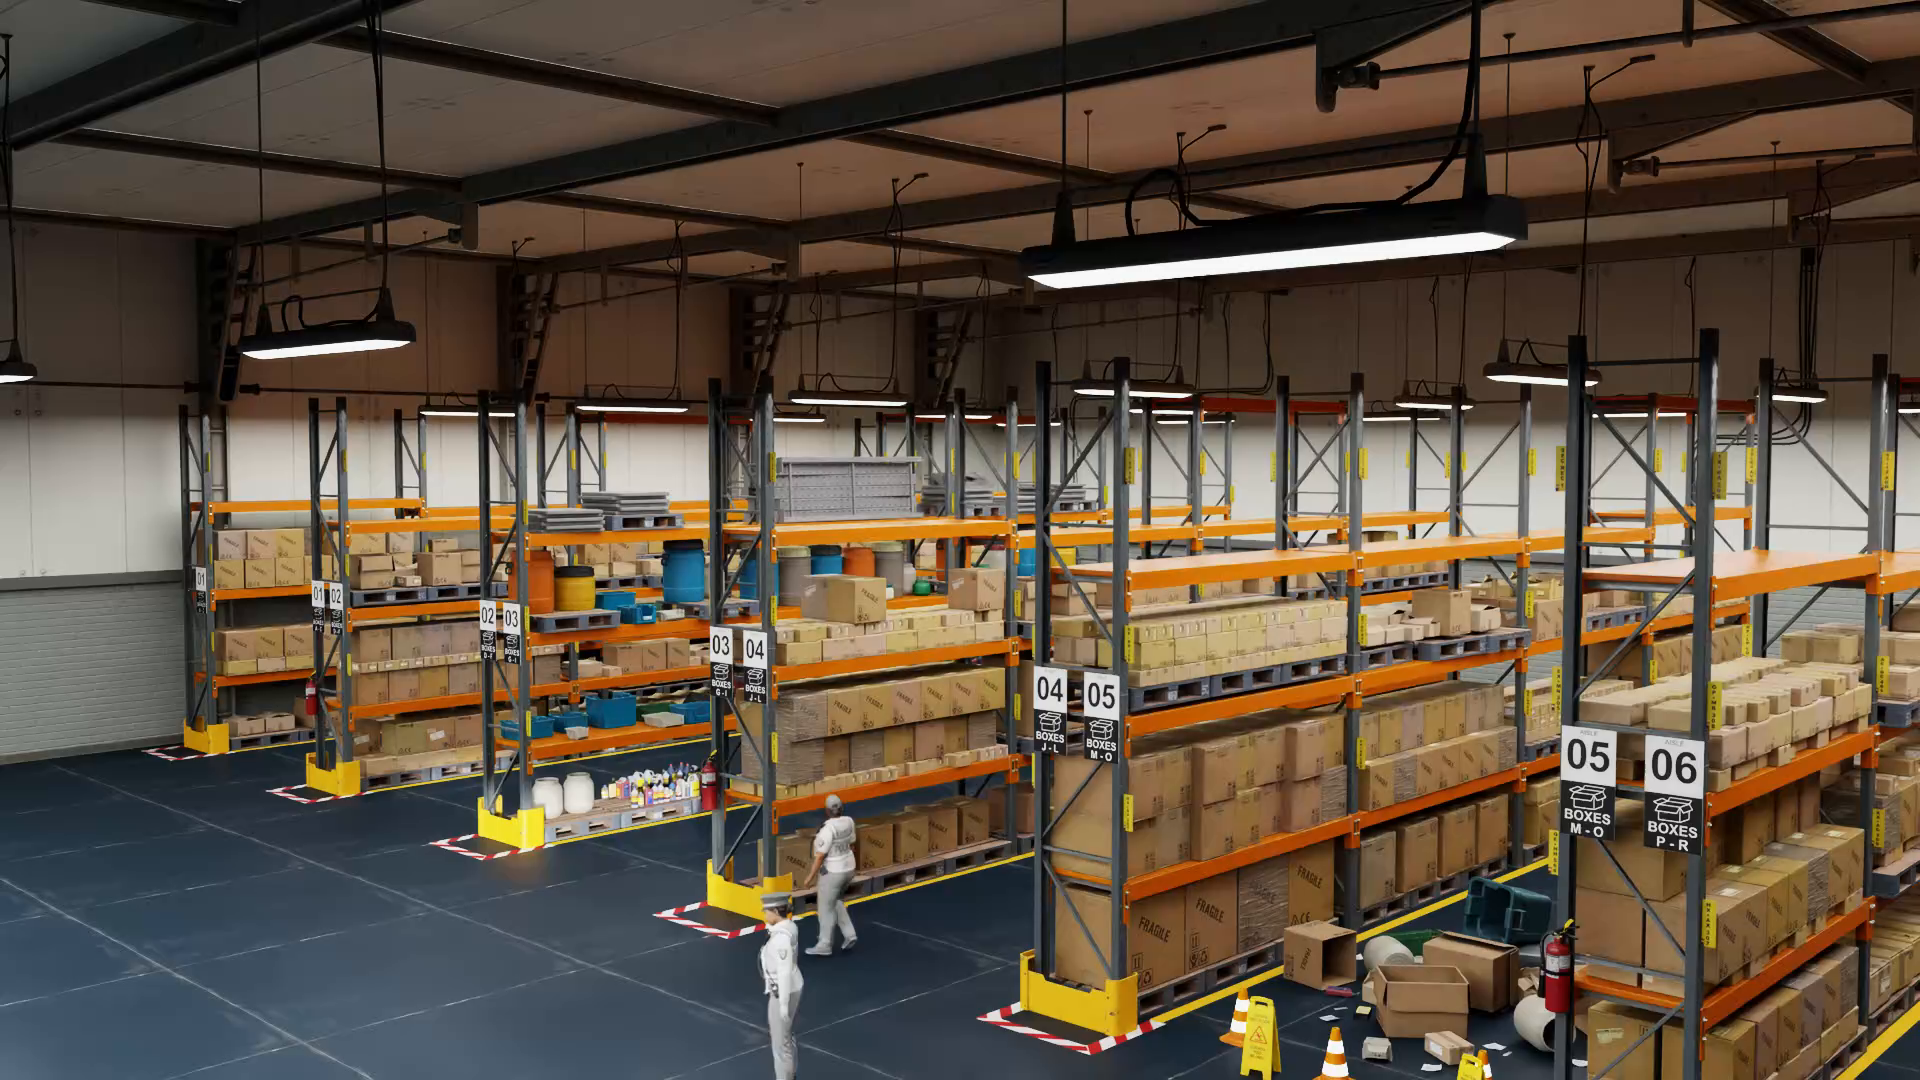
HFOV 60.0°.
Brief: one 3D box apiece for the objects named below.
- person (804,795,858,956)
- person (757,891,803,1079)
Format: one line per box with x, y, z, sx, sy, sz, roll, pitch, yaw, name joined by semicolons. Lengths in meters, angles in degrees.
-1.334;3.444;17.110;0.486;1.688;0.553;1;3;24;person
-1.437;3.629;13.229;0.374;1.669;0.538;0;3;2;person
